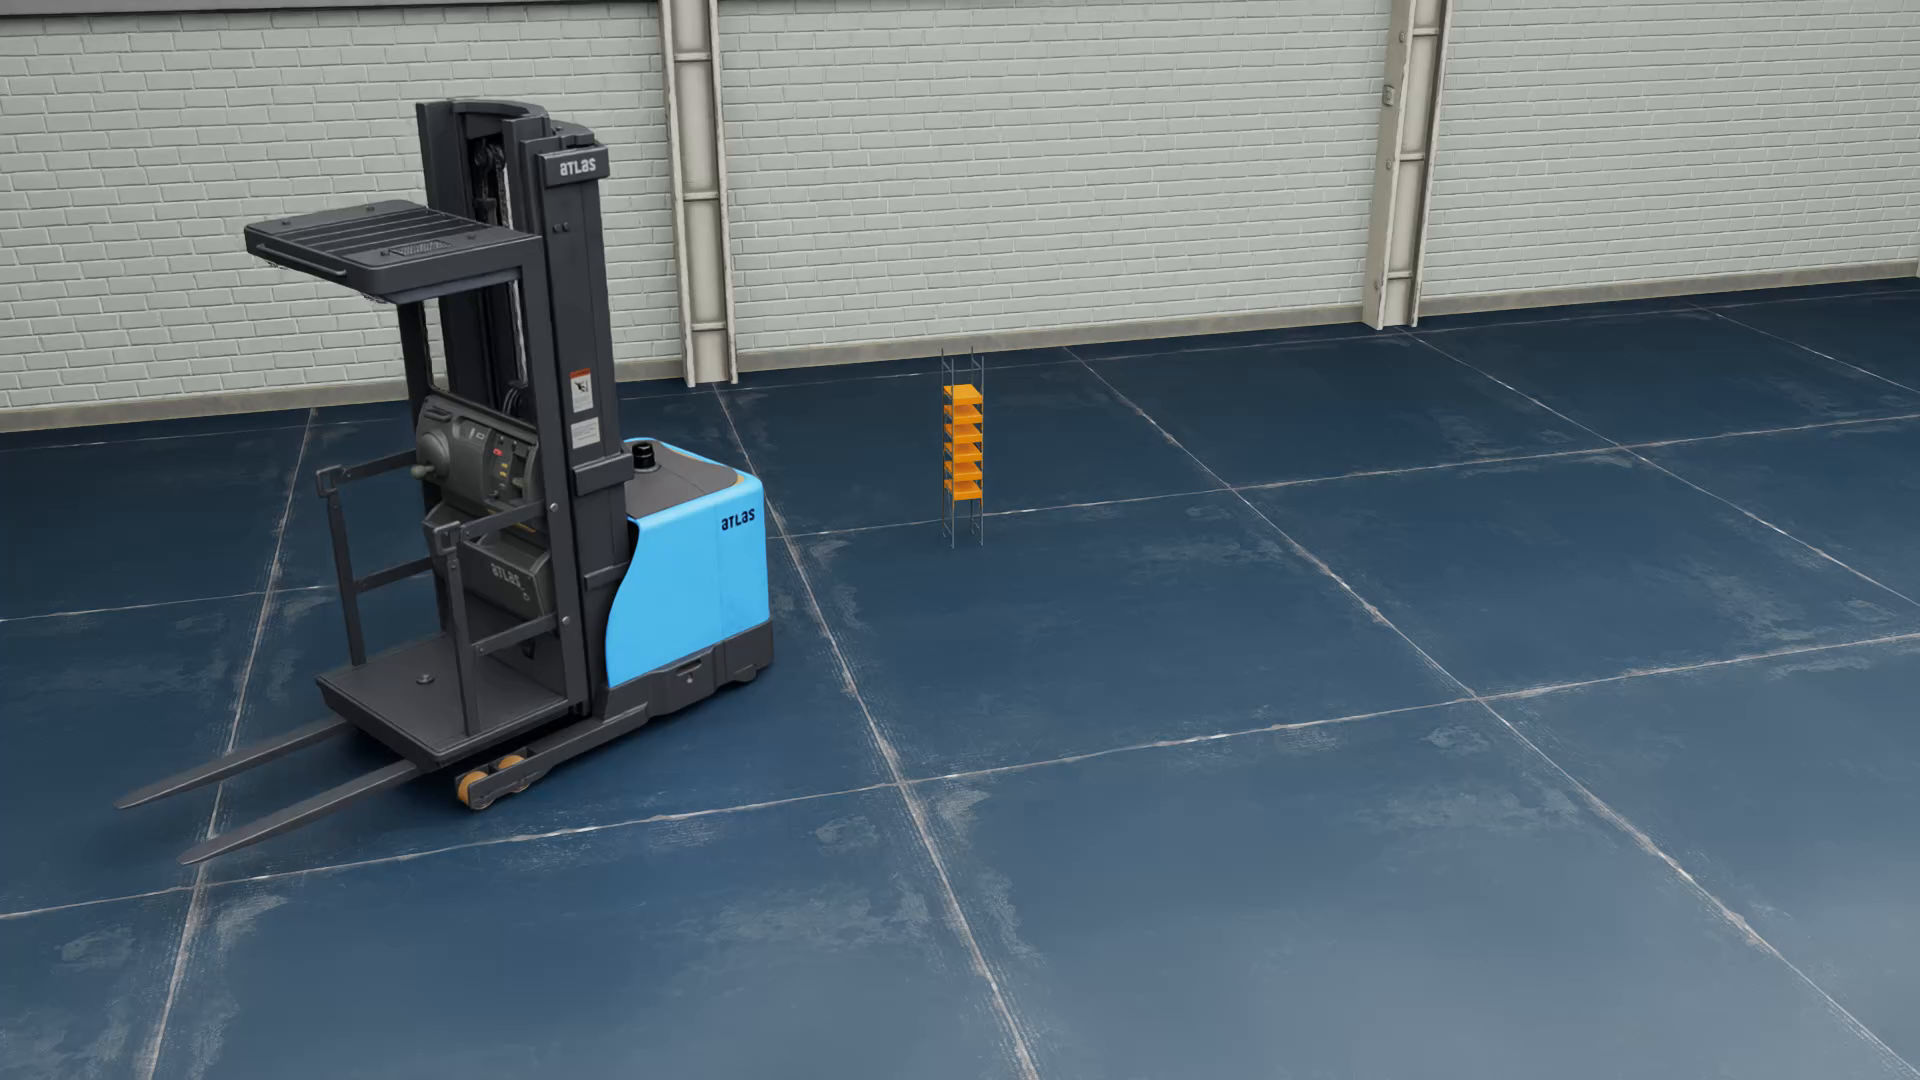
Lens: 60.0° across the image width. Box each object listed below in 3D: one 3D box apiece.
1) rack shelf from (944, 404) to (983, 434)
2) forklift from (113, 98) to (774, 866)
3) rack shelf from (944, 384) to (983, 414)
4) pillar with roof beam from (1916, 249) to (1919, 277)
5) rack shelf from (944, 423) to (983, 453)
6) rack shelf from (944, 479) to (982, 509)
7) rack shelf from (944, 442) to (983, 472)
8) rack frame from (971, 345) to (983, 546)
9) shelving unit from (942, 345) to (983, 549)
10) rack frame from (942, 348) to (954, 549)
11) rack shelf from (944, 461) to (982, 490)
[{"bbox_3d":[0.014,-0.733,9.940,0.180,0.103,0.258,-6,24,-14],"label":"rack shelf"},{"bbox_3d":[-2.332,-0.368,7.391,1.130,2.935,3.031,20,30,39],"label":"forklift"},{"bbox_3d":[0.014,-0.843,9.893,0.180,0.103,0.258,-6,24,-14],"label":"rack shelf"},{"bbox_3d":[10.733,-5.057,10.624,0.400,9.000,9.100,-6,24,-14],"label":"pillar with roof beam"},{"bbox_3d":[0.014,-0.622,9.987,0.180,0.103,0.258,-6,24,-14],"label":"rack shelf"},{"bbox_3d":[0.014,-0.292,10.129,0.180,0.103,0.258,-6,24,-14],"label":"rack shelf"},{"bbox_3d":[0.014,-0.512,10.035,0.180,0.103,0.258,-6,24,-14],"label":"rack shelf"},{"bbox_3d":[0.102,-0.563,10.040,0.006,1.200,0.240,-6,24,-14],"label":"rack frame"},{"bbox_3d":[0.014,-0.553,10.017,0.189,1.200,0.258,-6,24,-14],"label":"shelving unit"},{"bbox_3d":[-0.074,-0.543,9.994,0.006,1.200,0.240,-6,24,-14],"label":"rack frame"},{"bbox_3d":[0.014,-0.402,10.082,0.180,0.103,0.258,-6,24,-14],"label":"rack shelf"}]
